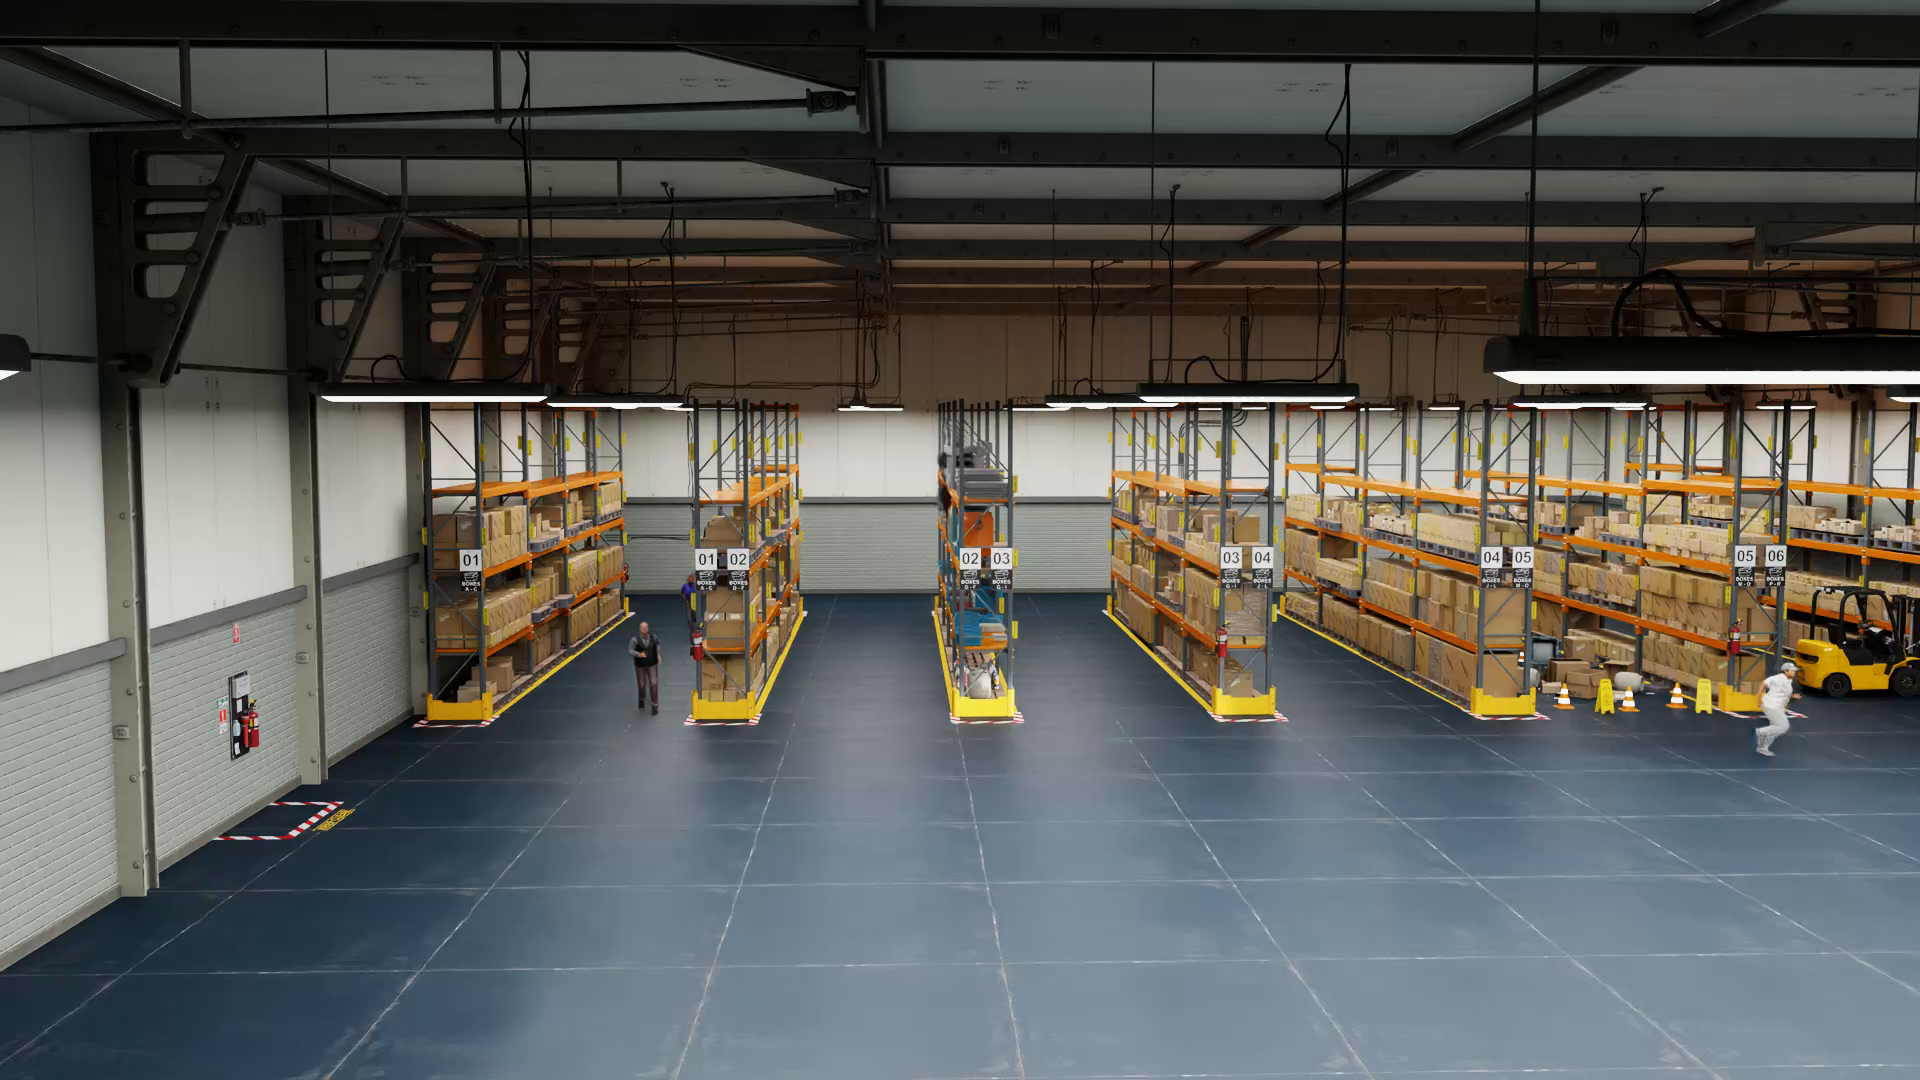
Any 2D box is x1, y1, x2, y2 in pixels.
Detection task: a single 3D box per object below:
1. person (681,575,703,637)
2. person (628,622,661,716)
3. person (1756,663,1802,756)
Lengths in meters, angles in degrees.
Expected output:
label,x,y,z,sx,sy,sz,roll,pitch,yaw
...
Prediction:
label,x,y,z,sx,sy,sz,roll,pitch,yaw
person,-6.921,1.686,42.928,0.539,1.599,0.668,0,4,1
person,-6.027,2.444,31.815,0.657,1.767,0.853,-1,5,-17
person,13.701,2.830,27.808,0.666,1.592,0.591,4,6,42
